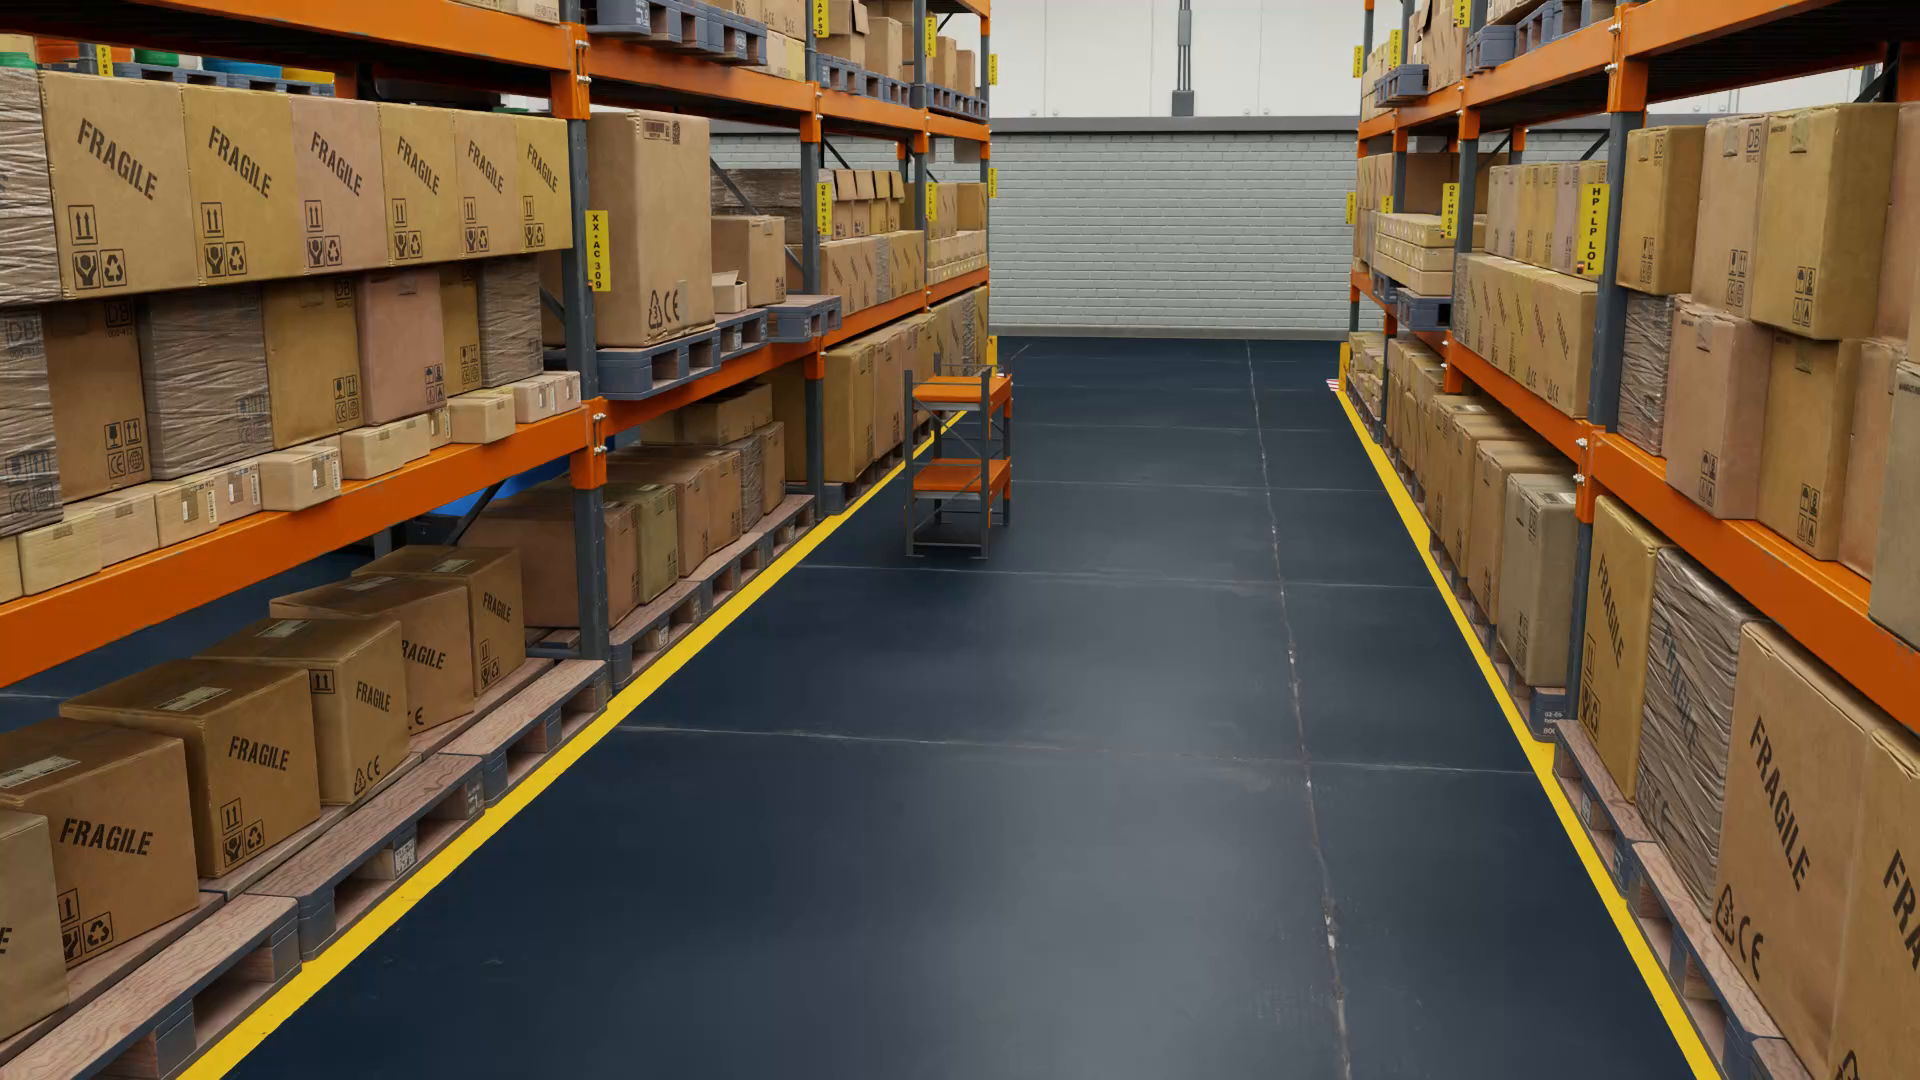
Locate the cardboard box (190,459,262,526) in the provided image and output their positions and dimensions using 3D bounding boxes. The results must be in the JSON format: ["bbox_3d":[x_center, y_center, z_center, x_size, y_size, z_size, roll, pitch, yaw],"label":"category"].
[{"bbox_3d":[-2.174,-0.134,4.590,0.380,0.149,0.250,2,12,9],"label":"cardboard box"}]

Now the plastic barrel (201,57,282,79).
[{"bbox_3d":[-5.799,-4.159,13.367,0.600,0.901,0.708,2,12,9],"label":"plastic barrel"}]

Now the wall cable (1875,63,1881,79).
[{"bbox_3d":[10.953,-7.055,21.870,2.355,3.000,0.029,2,12,9],"label":"wall cable"}]

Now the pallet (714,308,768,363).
[{"bbox_3d":[-1.673,-1.103,8.945,1.003,0.211,1.213,2,12,9],"label":"pallet"}]

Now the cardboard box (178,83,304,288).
[{"bbox_3d":[-2.126,-0.941,4.424,0.500,0.500,0.500,2,12,9],"label":"cardboard box"}]

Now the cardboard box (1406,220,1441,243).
[{"bbox_3d":[3.217,-2.081,11.215,0.380,0.149,0.250,2,12,10],"label":"cardboard box"}]

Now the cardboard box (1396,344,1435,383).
[{"bbox_3d":[3.637,-1.354,12.815,0.500,0.250,0.500,2,12,10],"label":"cardboard box"}]

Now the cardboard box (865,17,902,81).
[{"bbox_3d":[-0.873,-4.042,13.774,0.700,0.500,0.500,2,12,10],"label":"cardboard box"}]

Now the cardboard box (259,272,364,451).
[{"bbox_3d":[-2.361,-0.567,5.060,0.875,0.500,0.500,2,12,9],"label":"cardboard box"}]

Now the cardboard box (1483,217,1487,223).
[{"bbox_3d":[4.021,-2.273,12.107,0.380,0.149,0.250,1,12,6],"label":"cardboard box"}]

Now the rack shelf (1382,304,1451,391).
[{"bbox_3d":[3.784,-1.493,12.007,1.077,0.370,4.000,2,12,9],"label":"rack shelf"}]

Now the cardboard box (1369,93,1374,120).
[{"bbox_3d":[4.233,-4.184,16.024,0.500,0.250,0.500,1,12,7],"label":"cardboard box"}]

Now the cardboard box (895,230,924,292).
[{"bbox_3d":[-0.596,-2.385,14.204,0.500,0.500,0.500,2,12,9],"label":"cardboard box"}]

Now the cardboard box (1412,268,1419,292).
[{"bbox_3d":[3.138,-1.680,10.767,0.380,0.149,0.250,2,12,8],"label":"cardboard box"}]

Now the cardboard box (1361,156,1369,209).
[{"bbox_3d":[4.202,-3.479,16.199,0.500,0.500,0.500,2,12,7],"label":"cardboard box"}]

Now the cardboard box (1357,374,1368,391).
[{"bbox_3d":[4.102,-1.542,16.301,0.380,0.149,0.250,1,12,6],"label":"cardboard box"}]

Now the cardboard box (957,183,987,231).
[{"bbox_3d":[0.006,-3.604,17.966,0.500,0.500,0.500,2,12,9],"label":"cardboard box"}]

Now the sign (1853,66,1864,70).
[{"bbox_3d":[9.066,-4.906,16.753,0.100,0.325,0.005,2,12,9],"label":"sign"}]

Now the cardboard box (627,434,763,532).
[{"bbox_3d":[-1.565,-0.347,9.872,0.700,0.500,0.500,1,12,4],"label":"cardboard box"}]

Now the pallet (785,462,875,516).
[{"bbox_3d":[-1.213,-0.408,11.887,1.003,0.211,1.213,2,12,9],"label":"pallet"}]

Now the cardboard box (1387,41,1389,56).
[{"bbox_3d":[4.022,-4.384,14.820,0.380,0.149,0.250,1,12,6],"label":"cardboard box"}]

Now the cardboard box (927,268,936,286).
[{"bbox_3d":[-0.420,-2.370,14.969,0.380,0.149,0.250,2,12,9],"label":"cardboard box"}]

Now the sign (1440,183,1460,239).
[{"bbox_3d":[2.939,-1.971,9.959,0.100,0.325,0.005,2,12,9],"label":"sign"}]

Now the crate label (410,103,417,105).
[{"bbox_3d":[-5.327,-4.033,15.592,0.293,0.136,0.466,2,12,9],"label":"crate label"}]

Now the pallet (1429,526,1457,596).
[{"bbox_3d":[3.281,0.097,9.543,1.003,0.211,1.213,2,12,9],"label":"pallet"}]

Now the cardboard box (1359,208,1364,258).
[{"bbox_3d":[4.307,-3.091,16.772,0.500,0.500,0.500,2,12,9],"label":"cardboard box"}]

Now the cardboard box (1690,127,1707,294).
[{"bbox_3d":[2.801,-1.003,5.107,0.875,0.550,0.550,2,12,9],"label":"cardboard box"}]

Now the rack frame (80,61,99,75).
[{"bbox_3d":[-6.303,-1.770,11.588,1.000,3.000,0.127,2,12,9],"label":"rack frame"}]

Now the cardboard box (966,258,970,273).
[{"bbox_3d":[-0.103,-2.801,16.966,0.380,0.149,0.250,2,12,9],"label":"cardboard box"}]

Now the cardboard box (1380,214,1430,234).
[{"bbox_3d":[3.540,-2.509,13.201,0.380,0.149,0.250,2,12,10],"label":"cardboard box"}]

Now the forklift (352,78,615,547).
[{"bbox_3d":[-3.663,-1.469,10.354,3.031,2.935,1.130,6,14,27],"label":"forklift"}]

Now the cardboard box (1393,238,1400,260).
[{"bbox_3d":[3.338,-2.096,11.992,0.380,0.149,0.250,2,12,8],"label":"cardboard box"}]

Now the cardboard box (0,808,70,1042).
[{"bbox_3d":[-2.527,0.943,3.935,0.500,0.500,0.500,4,13,19],"label":"cardboard box"}]

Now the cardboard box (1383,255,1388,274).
[{"bbox_3d":[3.458,-2.114,12.782,0.380,0.149,0.250,2,12,9],"label":"cardboard box"}]

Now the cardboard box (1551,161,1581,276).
[{"bbox_3d":[3.087,-1.449,7.486,0.700,0.500,0.500,2,12,9],"label":"cardboard box"}]

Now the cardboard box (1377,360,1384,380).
[{"bbox_3d":[3.889,-1.500,14.693,0.380,0.149,0.250,2,12,9],"label":"cardboard box"}]

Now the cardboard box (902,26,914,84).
[{"bbox_3d":[-0.733,-4.377,15.090,0.700,0.500,0.500,1,12,5],"label":"cardboard box"}]

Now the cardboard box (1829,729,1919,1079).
[{"bbox_3d":[2.285,0.927,3.117,0.875,0.875,0.875,2,12,9],"label":"cardboard box"}]

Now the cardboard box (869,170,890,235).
[{"bbox_3d":[-1.001,-2.706,13.311,0.797,0.503,0.637,2,12,9],"label":"cardboard box"}]

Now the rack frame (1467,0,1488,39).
[{"bbox_3d":[3.476,-4.361,9.368,1.000,3.000,0.127,2,12,9],"label":"rack frame"}]

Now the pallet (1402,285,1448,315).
[{"bbox_3d":[3.740,-1.748,11.938,1.003,0.211,1.213,2,12,9],"label":"pallet"}]

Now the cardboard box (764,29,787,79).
[{"bbox_3d":[-1.303,-2.792,9.566,0.500,0.250,0.500,2,12,8],"label":"cardboard box"}]

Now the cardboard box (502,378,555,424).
[{"bbox_3d":[-1.815,-0.548,6.514,0.380,0.149,0.250,2,12,9],"label":"cardboard box"}]

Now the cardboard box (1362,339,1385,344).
[{"bbox_3d":[4.245,-1.934,16.705,0.380,0.149,0.250,1,12,6],"label":"cardboard box"}]

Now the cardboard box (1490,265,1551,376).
[{"bbox_3d":[2.908,-1.078,8.137,0.500,0.500,0.500,2,12,8],"label":"cardboard box"}]

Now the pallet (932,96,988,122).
[{"bbox_3d":[-0.283,-4.543,17.546,1.003,0.211,1.213,2,12,9],"label":"pallet"}]

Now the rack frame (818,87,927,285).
[{"bbox_3d":[-0.794,-2.442,14.707,1.000,3.000,0.127,2,12,9],"label":"rack frame"}]

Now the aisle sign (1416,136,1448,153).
[{"bbox_3d":[5.014,-4.370,17.479,0.394,0.787,0.004,2,12,9],"label":"aisle sign"}]

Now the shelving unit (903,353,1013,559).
[{"bbox_3d":[0.001,-0.551,10.381,0.538,1.125,1.048,2,12,9],"label":"shelving unit"}]

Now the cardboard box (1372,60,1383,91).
[{"bbox_3d":[4.137,-4.329,15.510,0.500,0.250,0.500,1,12,7],"label":"cardboard box"}]

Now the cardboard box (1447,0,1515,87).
[{"bbox_3d":[3.313,-3.070,10.263,0.500,0.500,0.500,2,12,9],"label":"cardboard box"}]

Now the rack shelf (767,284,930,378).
[{"bbox_3d":[-1.102,-1.674,12.851,1.077,0.370,4.000,2,12,9],"label":"rack shelf"}]
